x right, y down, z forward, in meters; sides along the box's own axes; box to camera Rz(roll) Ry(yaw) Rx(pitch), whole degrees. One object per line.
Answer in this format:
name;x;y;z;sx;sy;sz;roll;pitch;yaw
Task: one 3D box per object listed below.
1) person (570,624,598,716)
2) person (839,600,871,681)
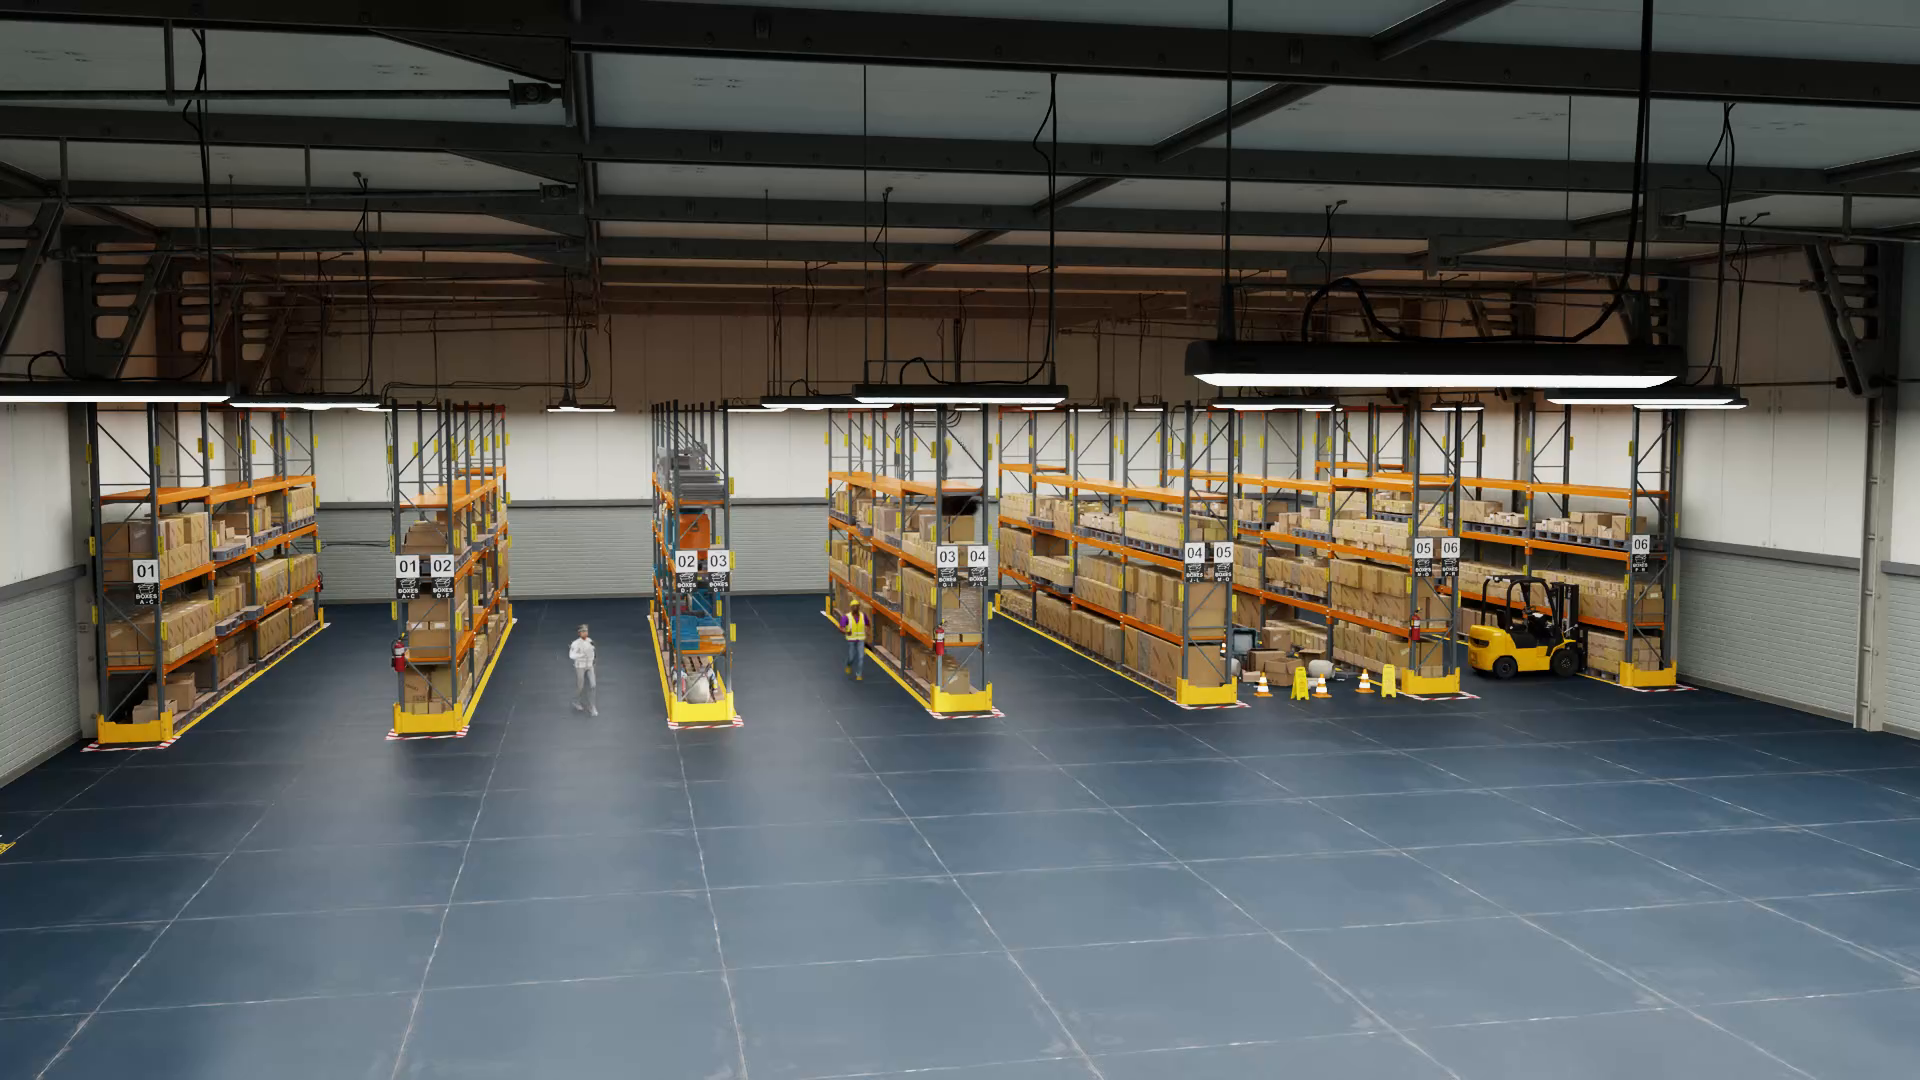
person;-7.204;2.473;31.831;0.601;1.745;0.752;-3;5;-35
person;-2.249;2.157;35.880;0.714;1.733;0.791;-1;4;-16
